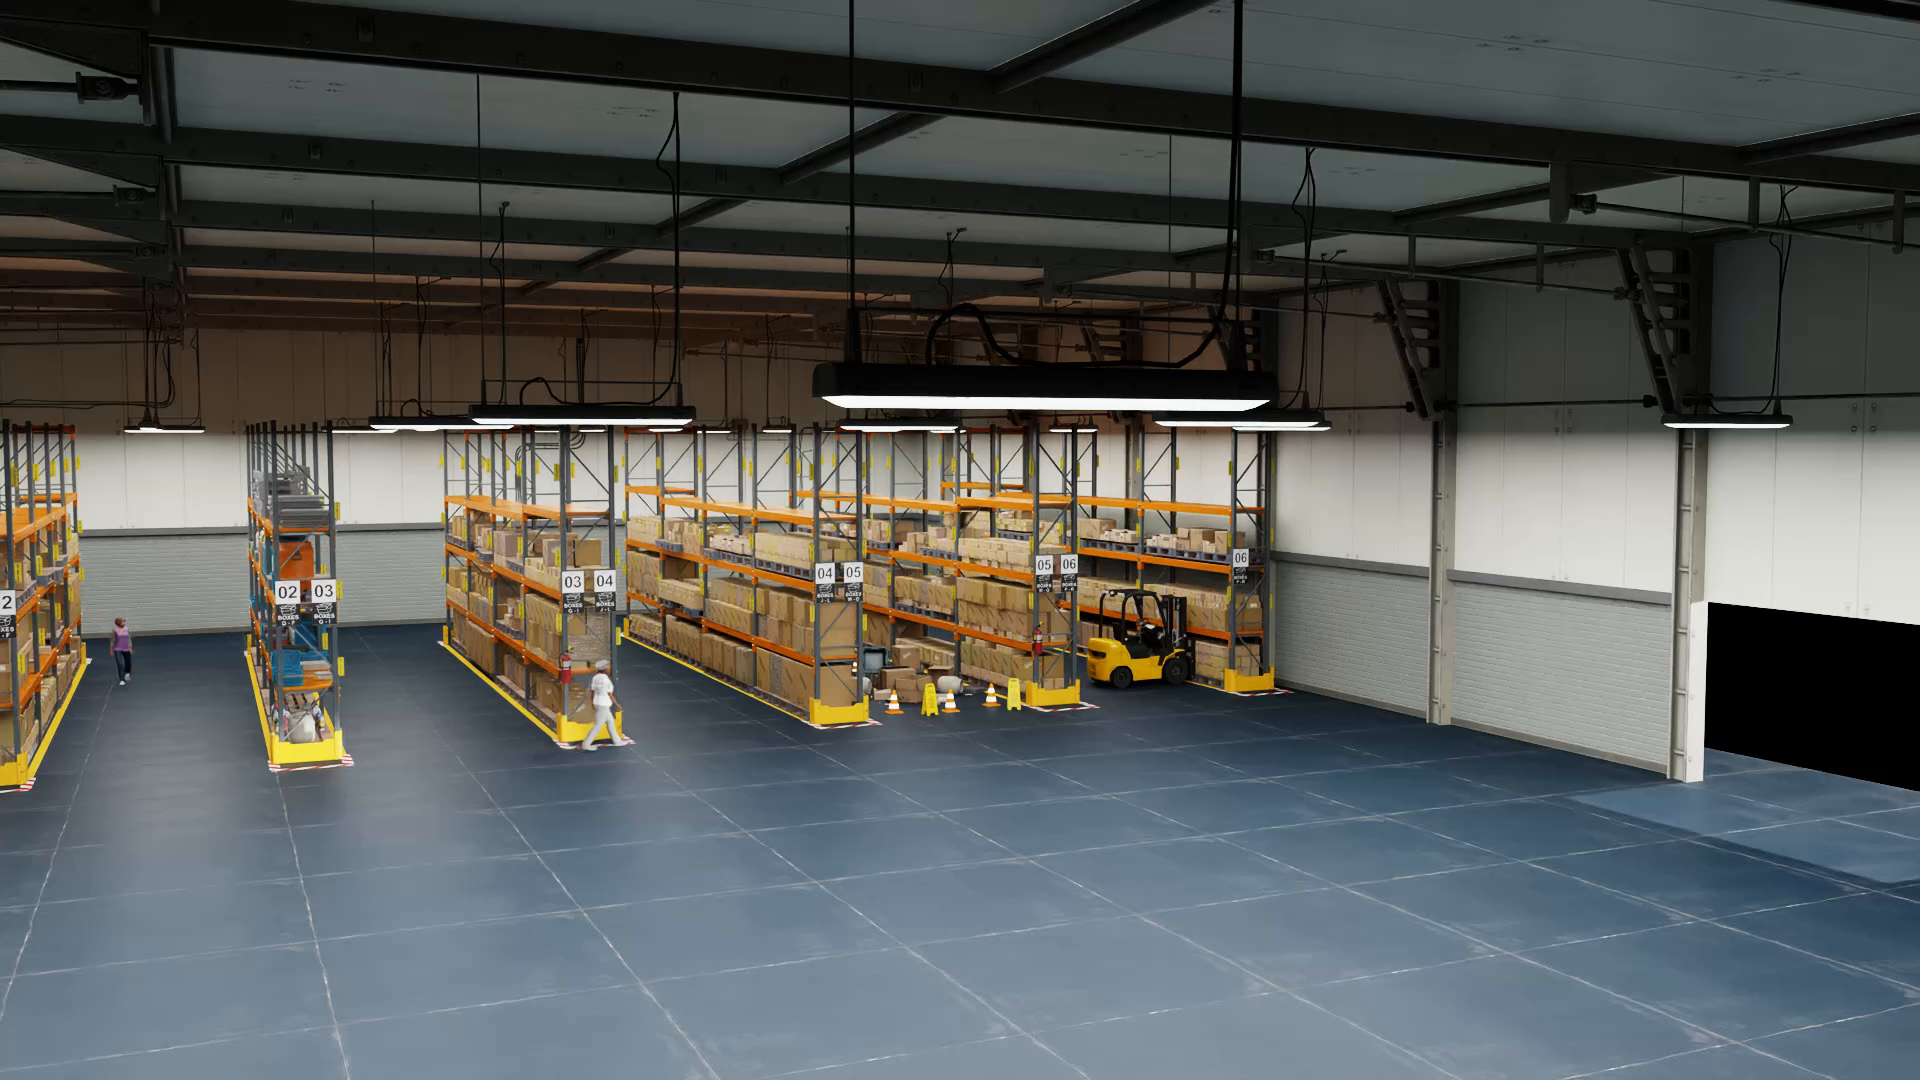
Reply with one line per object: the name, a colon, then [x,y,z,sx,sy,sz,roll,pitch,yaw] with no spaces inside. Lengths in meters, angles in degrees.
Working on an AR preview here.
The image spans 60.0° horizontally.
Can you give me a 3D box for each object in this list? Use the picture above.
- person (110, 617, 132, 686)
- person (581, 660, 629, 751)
person: [-19.312,2.539,38.249,0.449,1.563,0.699,-2,4,-31]
person: [-6.453,2.989,30.276,0.998,1.629,0.474,-3,4,-36]
